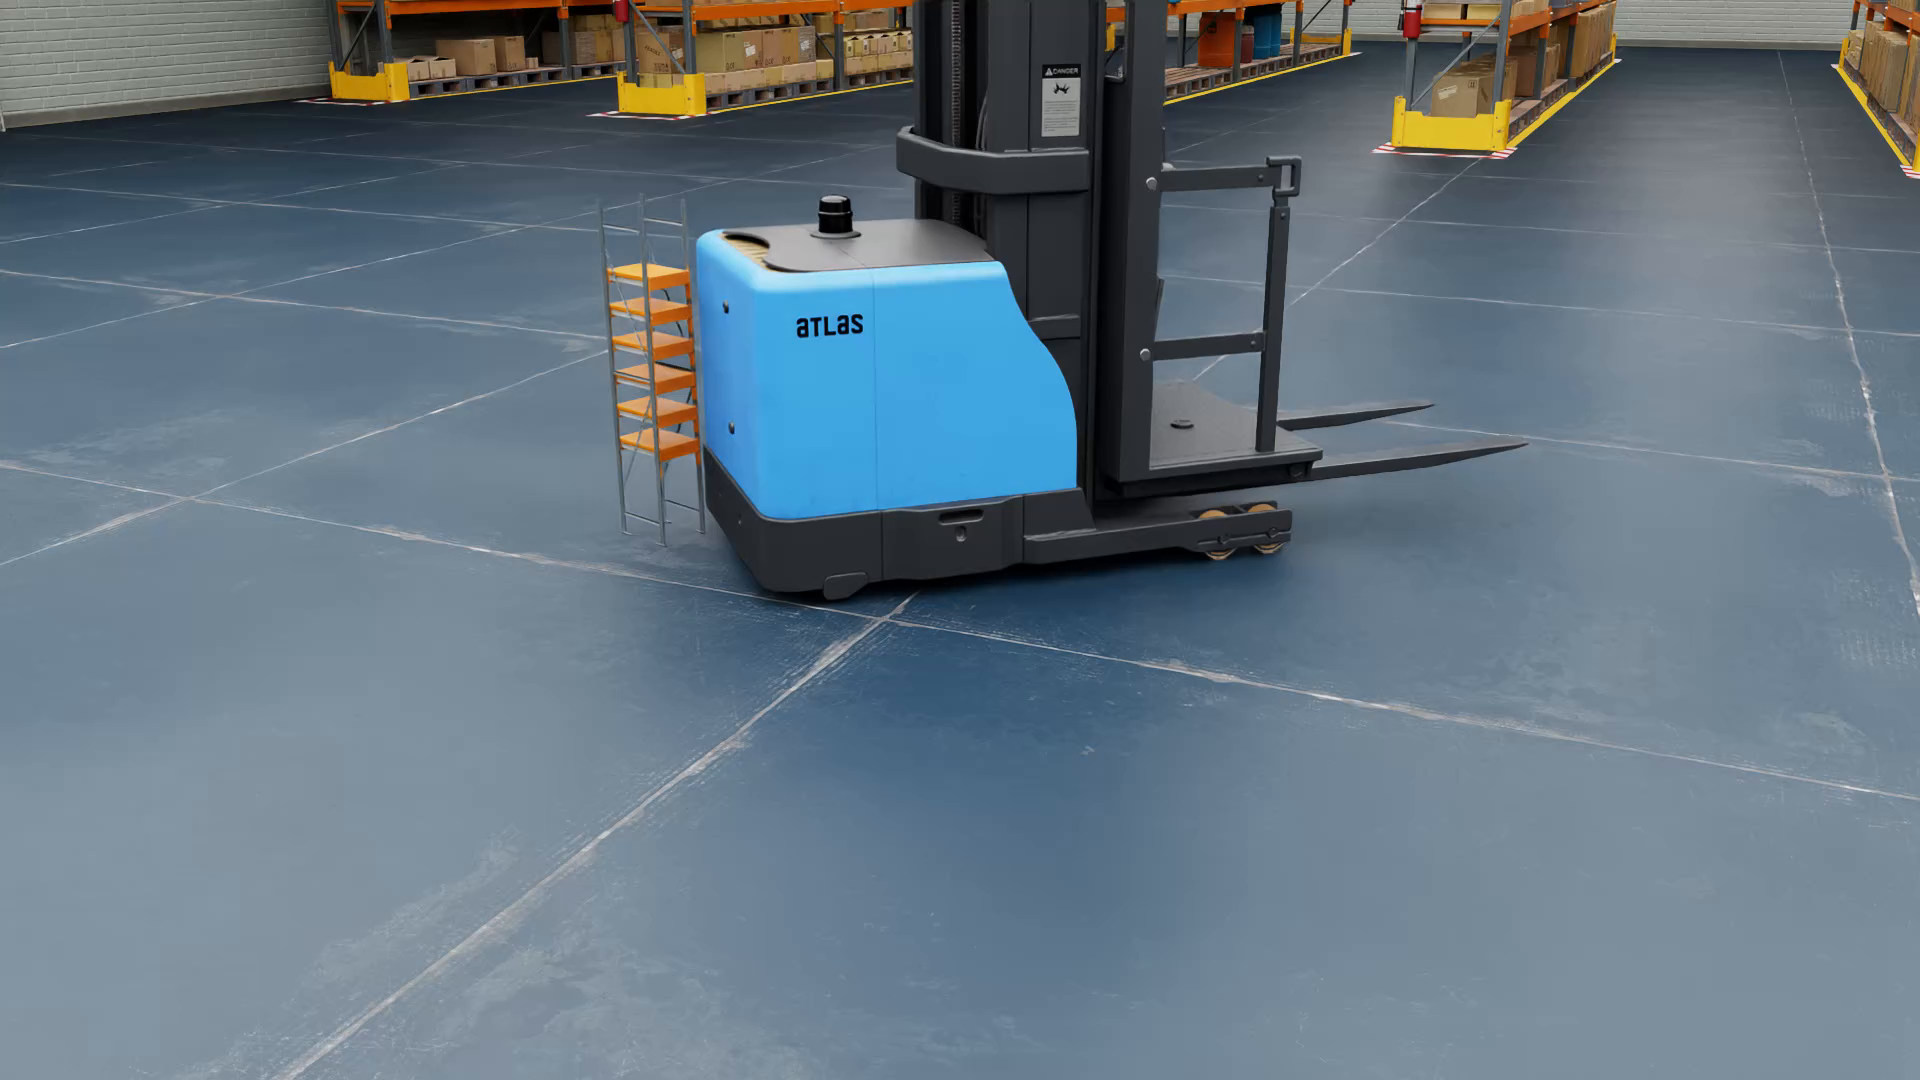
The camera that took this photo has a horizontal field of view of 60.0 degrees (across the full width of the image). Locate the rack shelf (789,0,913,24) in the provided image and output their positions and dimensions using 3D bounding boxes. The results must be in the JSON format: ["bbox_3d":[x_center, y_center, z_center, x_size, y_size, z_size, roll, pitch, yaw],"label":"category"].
[{"bbox_3d":[-1.384,-8.453,26.333,1.077,0.370,4.000,9,21,23],"label":"rack shelf"}]

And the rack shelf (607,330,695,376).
[{"bbox_3d":[-1.076,-0.658,5.801,0.258,0.103,0.180,16,26,38],"label":"rack shelf"}]

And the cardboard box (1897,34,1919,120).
[{"bbox_3d":[10.995,-5.122,18.440,0.875,0.875,0.875,9,21,24],"label":"cardboard box"}]

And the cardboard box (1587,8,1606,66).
[{"bbox_3d":[9.865,-8.264,27.273,1.225,0.875,0.875,9,21,23],"label":"cardboard box"}]

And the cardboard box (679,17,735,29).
[{"bbox_3d":[-4.665,-9.473,30.711,0.750,0.750,0.750,8,21,22],"label":"cardboard box"}]

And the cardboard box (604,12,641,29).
[{"bbox_3d":[-5.830,-8.913,28.511,0.500,0.250,0.500,8,21,22],"label":"cardboard box"}]

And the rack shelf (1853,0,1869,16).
[{"bbox_3d":[15.411,-8.826,27.384,1.077,0.370,4.000,9,21,23],"label":"rack shelf"}]

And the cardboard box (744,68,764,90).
[{"bbox_3d":[-3.012,-6.299,22.682,0.500,0.250,0.500,9,21,23],"label":"cardboard box"}]

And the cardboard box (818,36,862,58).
[{"bbox_3d":[-1.807,-7.439,25.049,0.500,0.311,0.500,9,21,23],"label":"cardboard box"}]

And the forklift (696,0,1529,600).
[{"bbox_3d":[0.638,-1.474,5.739,3.031,2.935,1.130,-7,21,-19],"label":"forklift"}]

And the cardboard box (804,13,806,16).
[{"bbox_3d":[-3.289,-10.827,34.073,0.380,0.149,0.250,8,21,22],"label":"cardboard box"}]

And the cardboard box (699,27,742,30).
[{"bbox_3d":[-3.291,-6.878,23.190,0.500,0.500,0.500,9,21,23],"label":"cardboard box"}]

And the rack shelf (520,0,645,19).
[{"bbox_3d":[-5.905,-9.131,28.241,1.077,0.370,4.000,9,21,23],"label":"rack shelf"}]

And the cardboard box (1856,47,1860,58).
[{"bbox_3d":[14.531,-7.773,26.533,0.380,0.149,0.250,7,21,20],"label":"cardboard box"}]

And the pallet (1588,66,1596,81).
[{"bbox_3d":[9.861,-7.705,27.320,1.003,0.211,1.213,9,21,23],"label":"pallet"}]

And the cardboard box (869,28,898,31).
[{"bbox_3d":[-1.255,-8.288,27.437,0.500,0.311,0.500,8,21,21],"label":"cardboard box"}]

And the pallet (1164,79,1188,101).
[{"bbox_3d":[2.600,-6.431,23.736,1.003,0.211,1.213,9,21,23],"label":"pallet"}]

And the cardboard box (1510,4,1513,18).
[{"bbox_3d":[5.649,-5.607,17.633,0.380,0.149,0.250,9,21,23],"label":"cardboard box"}]

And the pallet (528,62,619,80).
[{"bbox_3d":[-6.407,-7.783,27.539,1.003,0.211,1.213,9,21,23],"label":"pallet"}]

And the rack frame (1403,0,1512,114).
[{"bbox_3d":[5.195,-5.597,17.230,1.000,3.000,0.127,9,21,23],"label":"rack frame"}]

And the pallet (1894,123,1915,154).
[{"bbox_3d":[10.435,-4.198,17.459,1.003,0.211,1.213,9,21,23],"label":"pallet"}]

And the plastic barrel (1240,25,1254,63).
[{"bbox_3d":[4.599,-8.281,27.749,0.600,0.588,0.708,9,21,23],"label":"plastic barrel"}]

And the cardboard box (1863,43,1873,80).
[{"bbox_3d":[13.403,-6.910,24.027,0.500,0.500,0.500,8,21,20],"label":"cardboard box"}]

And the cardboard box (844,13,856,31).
[{"bbox_3d":[-2.628,-10.849,35.101,0.700,0.500,0.500,9,22,24],"label":"cardboard box"}]

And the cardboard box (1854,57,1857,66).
[{"bbox_3d":[14.674,-7.733,26.863,0.380,0.149,0.250,8,21,21],"label":"cardboard box"}]

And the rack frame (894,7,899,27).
[{"bbox_3d":[-1.810,-12.527,36.716,1.000,3.000,0.127,9,21,23],"label":"rack frame"}]

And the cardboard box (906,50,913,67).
[{"bbox_3d":[-0.975,-7.800,26.900,0.500,0.250,0.500,9,22,24],"label":"cardboard box"}]

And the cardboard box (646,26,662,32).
[{"bbox_3d":[-5.651,-8.742,29.148,0.700,0.500,0.500,9,21,23],"label":"cardboard box"}]

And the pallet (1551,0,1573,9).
[{"bbox_3d":[7.278,-6.943,21.301,1.003,0.211,1.213,9,21,23],"label":"pallet"}]

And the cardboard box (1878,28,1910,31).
[{"bbox_3d":[12.995,-6.949,23.018,0.500,0.250,0.500,8,21,21],"label":"cardboard box"}]

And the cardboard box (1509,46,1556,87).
[{"bbox_3d":[7.773,-6.519,22.896,0.700,0.500,0.500,11,22,27],"label":"cardboard box"}]

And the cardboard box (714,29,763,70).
[{"bbox_3d":[-3.023,-6.654,22.560,0.500,0.500,0.500,9,21,23],"label":"cardboard box"}]

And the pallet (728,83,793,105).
[{"bbox_3d":[-3.065,-6.255,23.241,1.003,0.211,1.213,9,21,23],"label":"pallet"}]

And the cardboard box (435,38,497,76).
[{"bbox_3d":[-7.417,-7.256,24.970,0.700,0.500,0.500,7,21,19],"label":"cardboard box"}]

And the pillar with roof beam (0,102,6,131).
[{"bbox_3d":[-7.394,-8.370,16.075,9.100,9.000,0.400,9,21,23],"label":"pillar with roof beam"}]

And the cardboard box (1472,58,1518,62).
[{"bbox_3d":[6.632,-5.723,20.688,0.500,0.500,0.500,8,21,21],"label":"cardboard box"}]

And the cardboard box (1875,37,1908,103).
[{"bbox_3d":[11.887,-5.743,20.370,1.050,0.750,0.750,9,21,23],"label":"cardboard box"}]

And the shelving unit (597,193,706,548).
[{"bbox_3d":[-1.076,-0.587,5.827,0.258,1.200,0.189,16,26,38],"label":"shelving unit"}]

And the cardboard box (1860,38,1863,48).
[{"bbox_3d":[14.569,-7.917,26.493,0.380,0.149,0.250,9,21,23],"label":"cardboard box"}]

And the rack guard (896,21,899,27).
[{"bbox_3d":[-1.800,-11.357,37.156,1.175,0.500,0.348,9,21,23],"label":"rack guard"}]

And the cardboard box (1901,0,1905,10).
[{"bbox_3d":[11.700,-6.660,20.071,0.500,0.500,0.500,9,21,23],"label":"cardboard box"}]

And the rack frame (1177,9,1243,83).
[{"bbox_3d":[3.952,-8.722,26.018,1.000,3.000,0.127,9,21,23],"label":"rack frame"}]

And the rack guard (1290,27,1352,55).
[{"bbox_3d":[7.226,-9.999,33.339,1.175,0.500,0.348,9,21,23],"label":"rack guard"}]

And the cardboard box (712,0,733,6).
[{"bbox_3d":[-3.428,-7.307,21.888,0.700,0.500,0.500,9,22,24],"label":"cardboard box"}]

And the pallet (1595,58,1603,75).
[{"bbox_3d":[10.491,-8.173,28.636,1.003,0.211,1.213,9,21,23],"label":"pallet"}]

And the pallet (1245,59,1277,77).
[{"bbox_3d":[4.738,-8.027,28.223,1.003,0.211,1.213,9,21,23],"label":"pallet"}]

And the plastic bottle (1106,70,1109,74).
[{"bbox_3d":[1.935,-5.998,21.756,0.061,0.283,0.133,9,21,23],"label":"plastic bottle"}]
